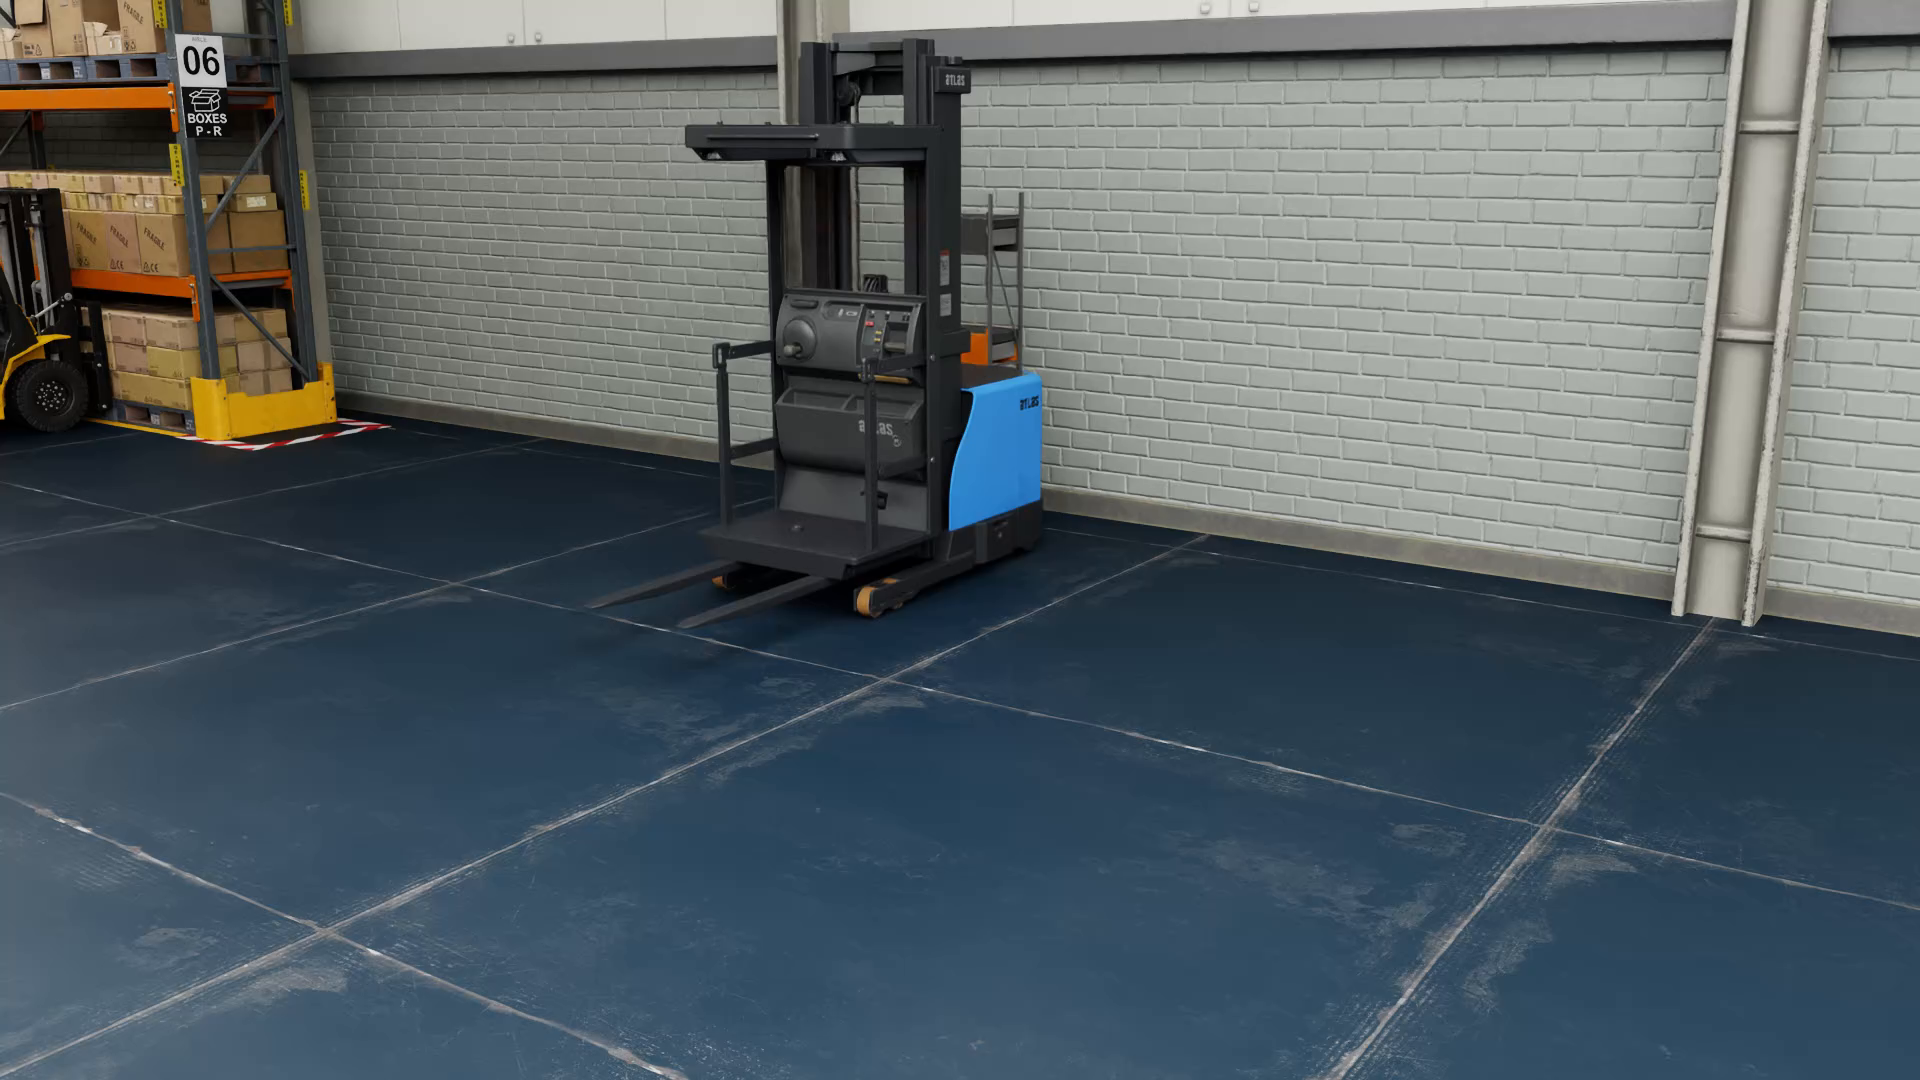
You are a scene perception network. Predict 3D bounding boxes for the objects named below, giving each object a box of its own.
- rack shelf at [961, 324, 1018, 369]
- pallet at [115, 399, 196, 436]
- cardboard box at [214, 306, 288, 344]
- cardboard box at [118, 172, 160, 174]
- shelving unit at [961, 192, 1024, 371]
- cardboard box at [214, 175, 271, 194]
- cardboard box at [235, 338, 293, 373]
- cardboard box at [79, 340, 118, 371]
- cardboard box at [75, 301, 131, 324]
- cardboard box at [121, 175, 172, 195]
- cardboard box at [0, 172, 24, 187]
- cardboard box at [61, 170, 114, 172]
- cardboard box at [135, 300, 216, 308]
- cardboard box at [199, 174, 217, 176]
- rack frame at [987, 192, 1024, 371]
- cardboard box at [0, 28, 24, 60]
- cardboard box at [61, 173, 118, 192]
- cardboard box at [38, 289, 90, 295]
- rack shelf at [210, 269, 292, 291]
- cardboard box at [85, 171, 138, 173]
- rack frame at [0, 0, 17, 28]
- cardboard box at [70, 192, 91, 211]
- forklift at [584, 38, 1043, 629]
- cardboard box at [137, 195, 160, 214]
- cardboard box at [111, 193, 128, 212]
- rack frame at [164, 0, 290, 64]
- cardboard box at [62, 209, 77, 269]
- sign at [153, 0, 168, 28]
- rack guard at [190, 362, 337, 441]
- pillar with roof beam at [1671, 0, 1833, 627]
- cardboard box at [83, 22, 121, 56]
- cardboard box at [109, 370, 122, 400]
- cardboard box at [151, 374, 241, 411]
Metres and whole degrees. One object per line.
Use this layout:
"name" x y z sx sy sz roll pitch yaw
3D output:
"rack shelf" 0.074 -1.107 10.480 0.480 0.518 0.431 9 16 31
"pallet" -6.554 -1.145 14.509 1.213 0.211 1.003 9 17 33
"cardboard box" -6.190 -1.861 14.366 0.500 0.250 0.500 9 16 32
"cardboard box" -7.323 -3.213 14.882 0.250 0.149 0.380 9 17 33
"shelving unit" 0.074 -1.120 10.477 0.503 2.100 0.431 9 16 31
"cardboard box" -6.056 -3.000 14.021 0.250 0.149 0.380 9 16 32
"cardboard box" -6.171 -1.621 14.435 0.500 0.250 0.500 10 17 34
"cardboard box" -7.325 -1.653 14.568 0.500 0.250 0.500 9 16 32
"cardboard box" -7.720 -1.961 14.769 0.500 0.250 0.500 9 16 32
"cardboard box" -6.765 -2.975 13.920 0.250 0.149 0.380 10 17 34
"cardboard box" -8.476 -3.242 15.001 0.250 0.149 0.380 10 17 34
"cardboard box" -8.127 -3.370 15.518 0.250 0.149 0.380 9 16 32
"cardboard box" -7.015 -1.996 14.913 0.500 0.250 0.500 9 17 32
"cardboard box" -6.481 -3.074 14.322 0.250 0.149 0.380 10 17 34
"rack frame" 0.280 -1.088 10.350 0.015 2.100 0.400 9 16 31
"cardboard box" -8.153 -4.324 14.505 0.258 0.266 0.396 9 16 31
"cardboard box" -7.587 -3.123 14.518 0.250 0.149 0.380 9 17 34
"cardboard box" -8.699 -2.268 16.009 0.500 0.250 0.500 10 17 34
"rack shelf" -7.556 -2.418 14.940 3.809 0.124 0.919 9 17 33
"cardboard box" -7.737 -3.288 15.185 0.250 0.149 0.380 9 16 32
"rack frame" -9.215 -5.853 15.239 0.127 3.000 1.000 9 17 33
"cardboard box" -7.419 -2.925 14.341 0.250 0.149 0.380 9 17 33
"forklift" -0.725 -1.145 8.849 1.130 2.935 3.031 9 16 32
"cardboard box" -6.569 -2.787 13.780 0.250 0.149 0.380 9 17 34
"cardboard box" -6.950 -2.869 14.113 0.250 0.149 0.380 9 17 32
"rack frame" -5.896 -5.316 13.072 0.127 3.000 1.000 9 17 33
"cardboard box" -7.725 -2.672 14.666 0.500 0.500 0.500 9 17 33
"sign" -6.211 -4.145 12.906 0.005 0.325 0.100 9 17 33
"rack guard" -5.876 -1.188 14.080 0.348 0.500 1.175 9 17 33
"pillar with roof beam" 1.584 -3.122 4.207 0.400 9.000 9.100 9 17 33
"cardboard box" -6.964 -4.132 13.728 0.258 0.266 0.396 9 17 33
"cardboard box" -7.280 -1.411 14.628 0.500 0.250 0.500 9 17 33
"cardboard box" -6.463 -1.273 14.073 0.500 0.250 0.500 9 17 33
